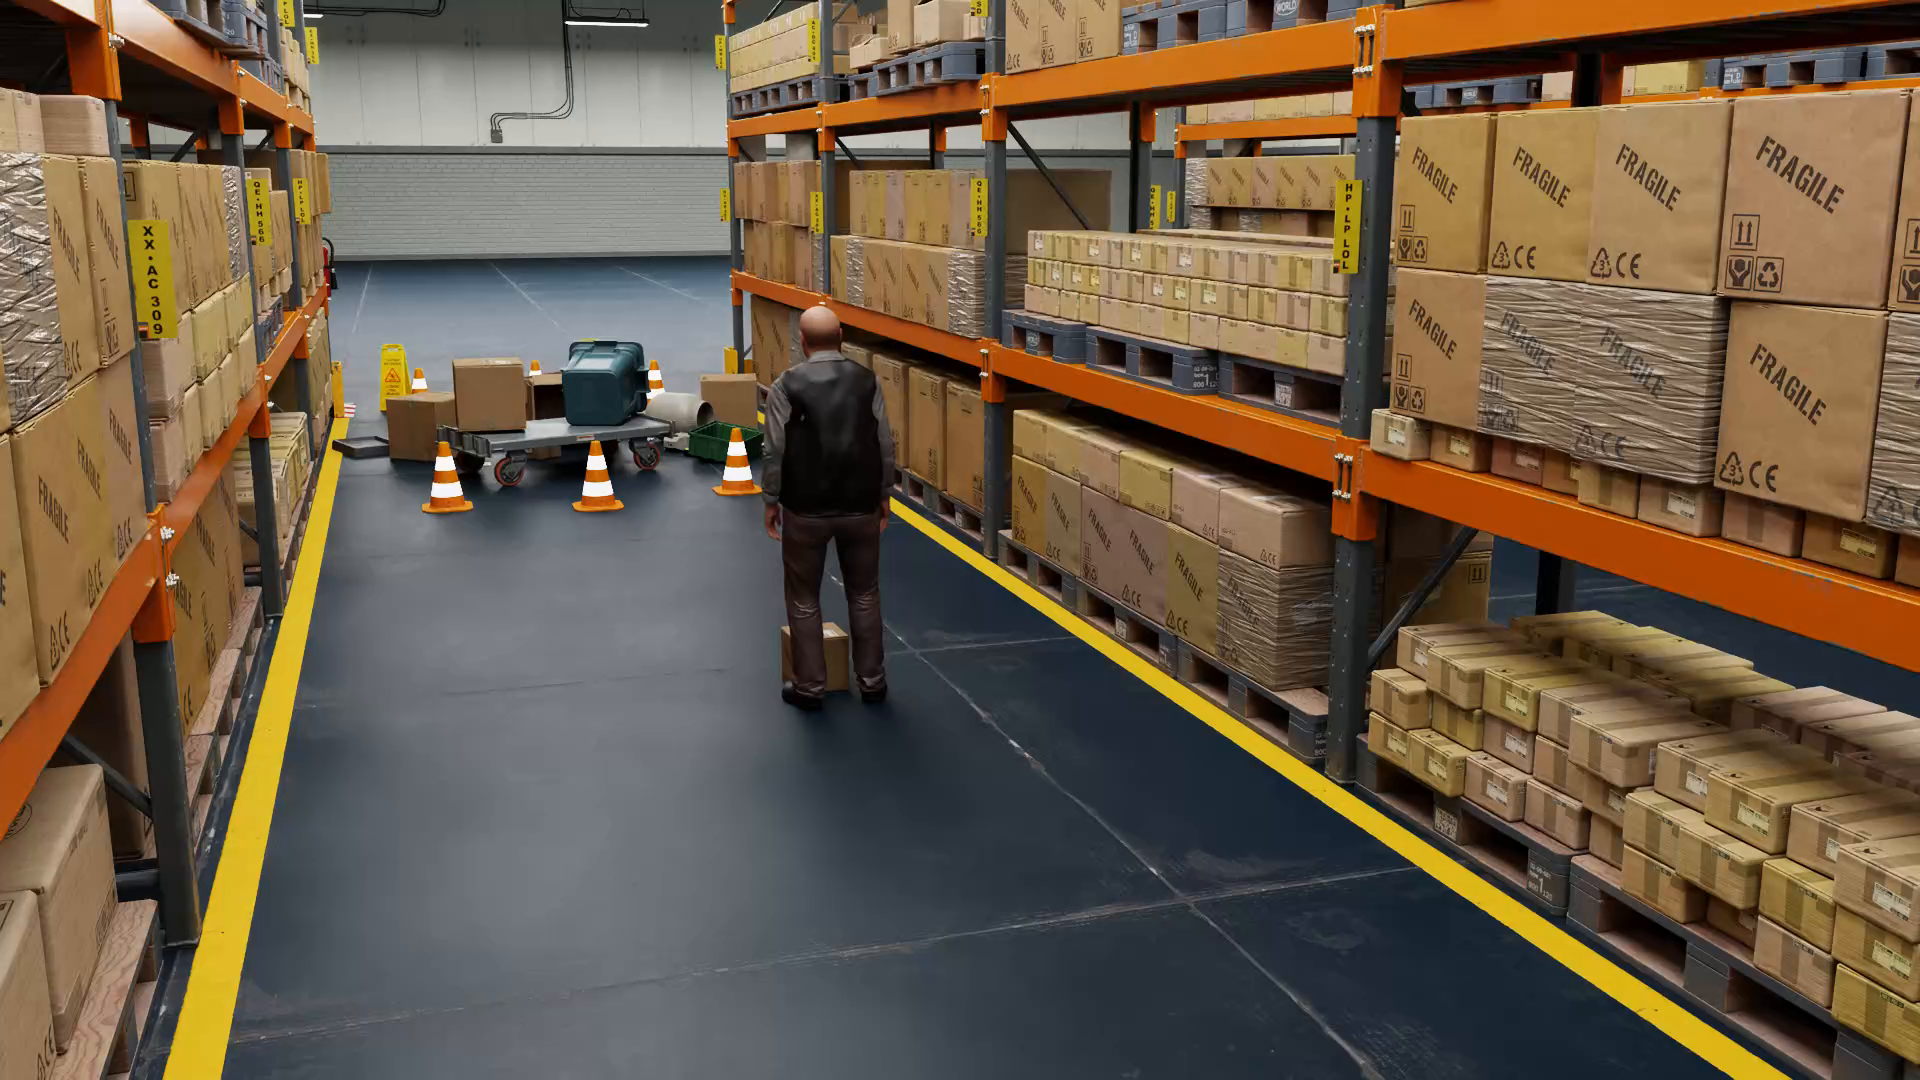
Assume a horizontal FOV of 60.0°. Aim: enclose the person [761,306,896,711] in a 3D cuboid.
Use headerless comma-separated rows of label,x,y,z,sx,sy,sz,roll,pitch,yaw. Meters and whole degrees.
person,-0.555,-0.129,7.115,0.581,1.721,0.419,-4,13,-18
